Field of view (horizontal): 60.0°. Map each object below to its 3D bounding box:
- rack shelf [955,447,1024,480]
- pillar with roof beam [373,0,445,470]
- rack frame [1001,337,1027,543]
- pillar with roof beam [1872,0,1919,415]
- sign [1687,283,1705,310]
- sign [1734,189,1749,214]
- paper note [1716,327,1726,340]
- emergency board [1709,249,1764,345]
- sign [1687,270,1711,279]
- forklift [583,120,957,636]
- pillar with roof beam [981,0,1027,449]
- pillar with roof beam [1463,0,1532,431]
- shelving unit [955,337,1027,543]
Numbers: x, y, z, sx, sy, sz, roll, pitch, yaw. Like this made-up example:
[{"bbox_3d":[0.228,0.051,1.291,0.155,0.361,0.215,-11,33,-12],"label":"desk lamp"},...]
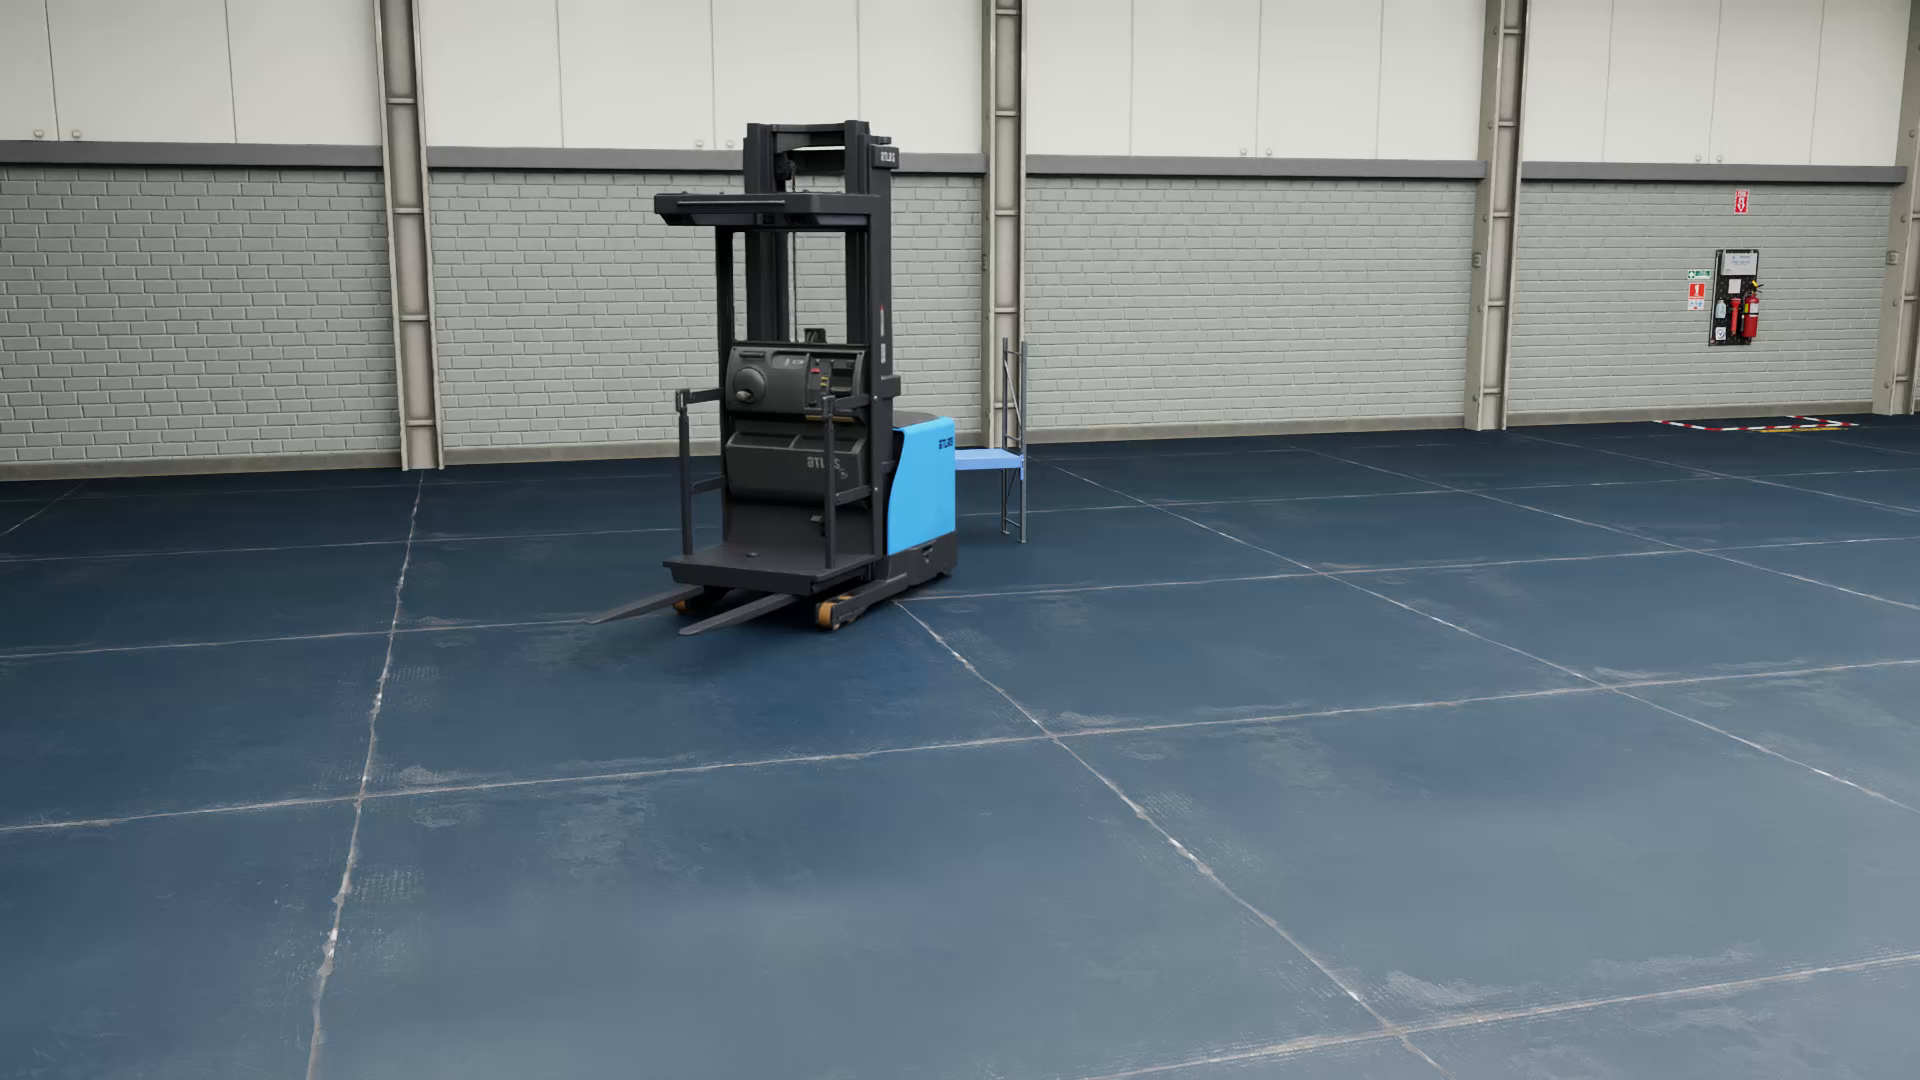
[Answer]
[{"bbox_3d":[-0.082,-0.556,12.420,1.000,0.185,0.538,-3,11,-16],"label":"rack shelf"},{"bbox_3d":[-4.098,-4.392,11.551,0.400,9.000,9.100,-3,11,-16],"label":"pillar with roof beam"},{"bbox_3d":[0.406,-0.759,12.527,0.032,1.500,0.500,-3,11,-16],"label":"rack frame"},{"bbox_3d":[13.185,-5.303,16.499,0.400,9.000,9.100,-3,11,-16],"label":"pillar with roof beam"},{"bbox_3d":[9.038,-2.990,20.406,0.234,0.329,0.001,-3,11,-16],"label":"sign"},{"bbox_3d":[9.562,-4.140,20.346,0.199,0.298,0.001,-3,11,-16],"label":"sign"},{"bbox_3d":[9.409,-2.553,20.560,0.142,0.148,0.016,-3,11,-16],"label":"paper note"},{"bbox_3d":[9.598,-2.983,20.464,0.643,1.169,0.194,-3,11,-16],"label":"emergency board"},{"bbox_3d":[9.045,-3.250,20.351,0.331,0.109,0.001,-3,11,-16],"label":"sign"},{"bbox_3d":[-1.091,-1.005,9.909,1.130,2.935,3.031,5,11,24],"label":"forklift"},{"bbox_3d":[1.663,-4.696,13.200,0.400,9.000,9.100,-3,11,-16],"label":"pillar with roof beam"},{"bbox_3d":[7.424,-5.000,14.849,0.400,9.000,9.100,-3,11,-16],"label":"pillar with roof beam"},{"bbox_3d":[-0.082,-0.733,12.387,1.048,1.500,0.538,-3,11,-16],"label":"shelving unit"}]
